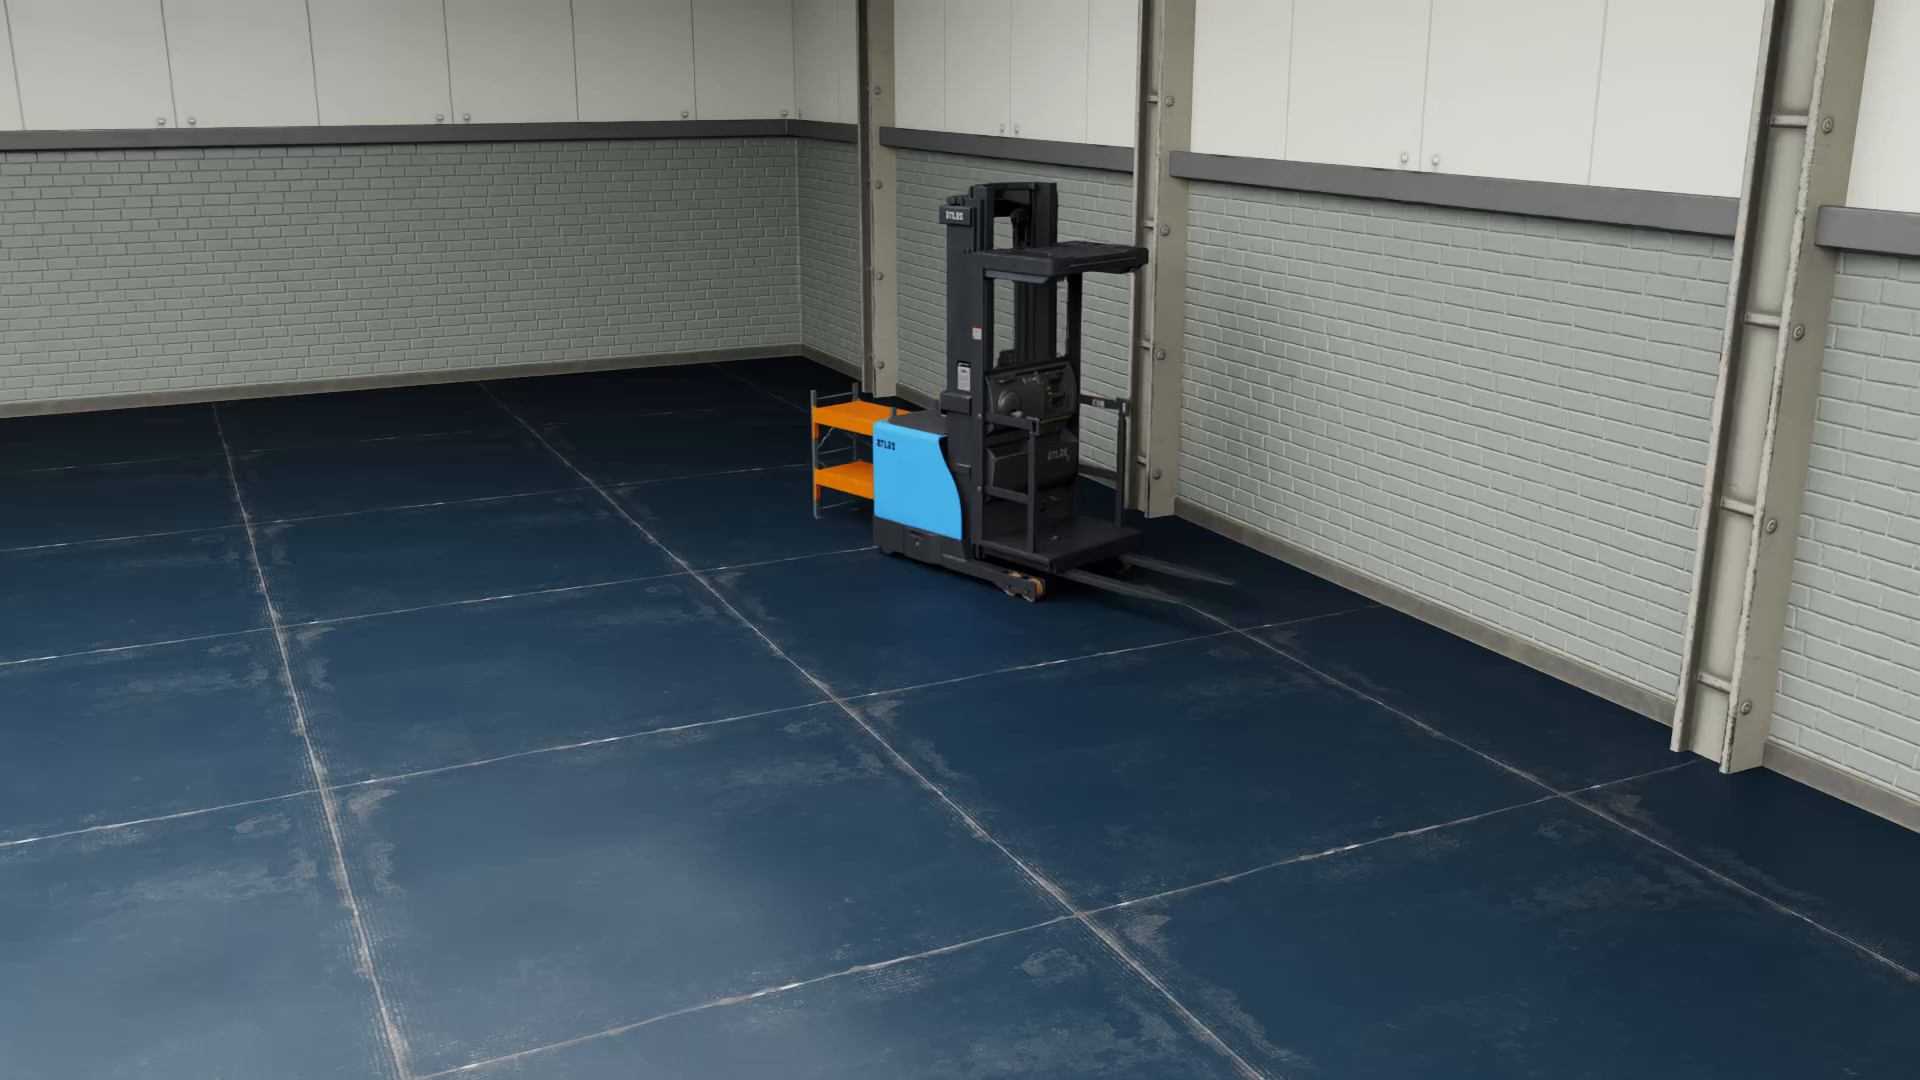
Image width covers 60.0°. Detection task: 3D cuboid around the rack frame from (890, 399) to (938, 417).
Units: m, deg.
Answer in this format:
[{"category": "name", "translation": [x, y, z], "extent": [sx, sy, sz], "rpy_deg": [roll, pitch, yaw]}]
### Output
[{"category": "rack frame", "translation": [-0.372, -0.570, 13.697], "extent": [0.500, 1.125, 0.032], "rpy_deg": [-15, 22, -42]}]

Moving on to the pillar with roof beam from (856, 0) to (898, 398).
[{"category": "pillar with roof beam", "translation": [-4.821, -5.549, 16.774], "extent": [9.100, 9.000, 0.400], "rpy_deg": [-8, 18, -25]}]

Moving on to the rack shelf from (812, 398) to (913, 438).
[{"category": "rack shelf", "translation": [-0.723, -0.952, 13.969], "extent": [0.538, 0.278, 1.000], "rpy_deg": [-15, 22, -42]}]

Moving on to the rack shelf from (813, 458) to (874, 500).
[{"category": "rack shelf", "translation": [-0.723, -0.436, 14.117], "extent": [0.538, 0.278, 1.000], "rpy_deg": [-15, 22, -42]}]

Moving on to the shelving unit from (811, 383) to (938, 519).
[{"category": "shelving unit", "translation": [-0.723, -0.671, 14.050], "extent": [0.538, 1.125, 1.048], "rpy_deg": [-15, 22, -42]}]

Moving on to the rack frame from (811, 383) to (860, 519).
[{"category": "rack frame", "translation": [-1.074, -0.772, 14.403], "extent": [0.500, 1.125, 0.032], "rpy_deg": [-15, 22, -42]}]

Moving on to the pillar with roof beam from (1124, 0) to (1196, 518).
[{"category": "pillar with roof beam", "translation": [-2.193, -4.061, 11.589], "extent": [9.100, 9.000, 0.400], "rpy_deg": [-8, 18, -25]}]

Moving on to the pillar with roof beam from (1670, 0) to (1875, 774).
[{"category": "pillar with roof beam", "translation": [0.436, -2.574, 6.405], "extent": [9.100, 9.000, 0.400], "rpy_deg": [-8, 18, -25]}]

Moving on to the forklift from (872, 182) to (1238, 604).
[{"category": "forklift", "translation": [0.688, -1.121, 12.343], "extent": [1.130, 2.935, 3.031], "rpy_deg": [-15, 22, -43]}]
